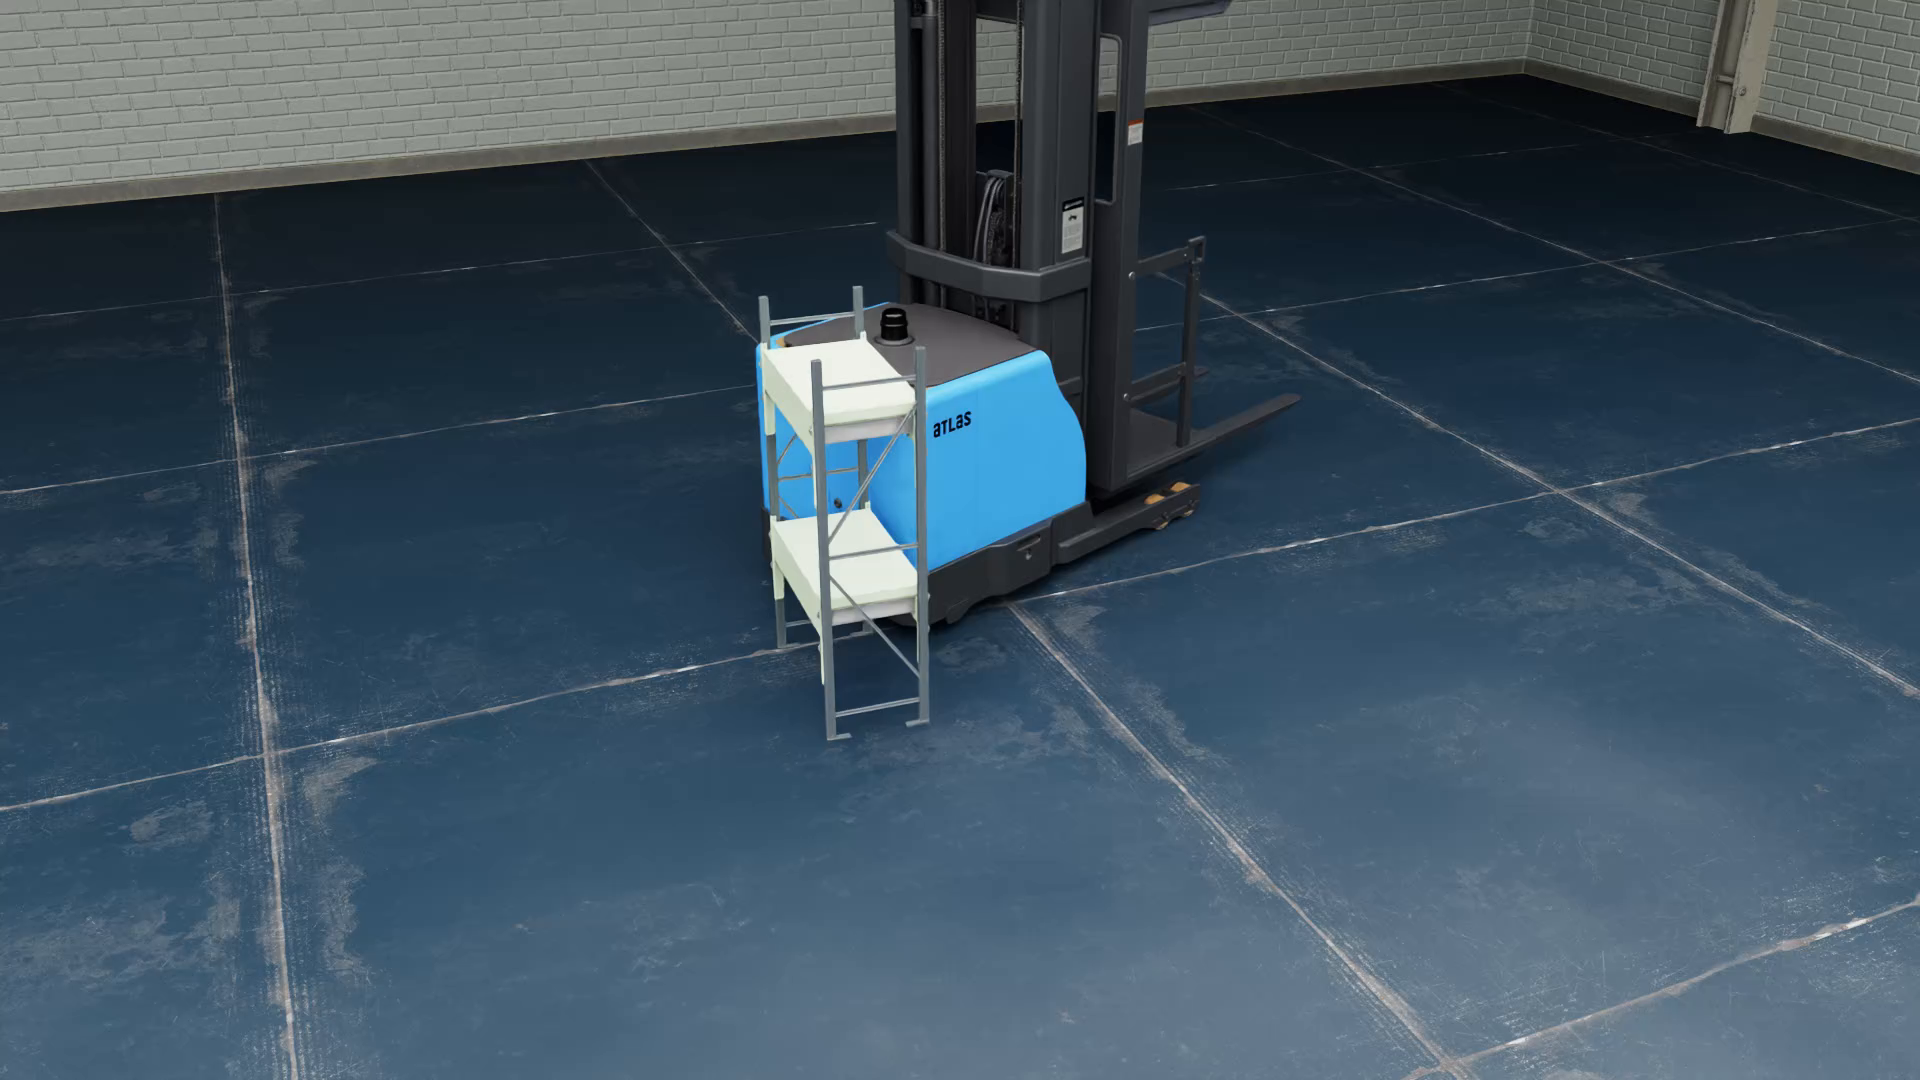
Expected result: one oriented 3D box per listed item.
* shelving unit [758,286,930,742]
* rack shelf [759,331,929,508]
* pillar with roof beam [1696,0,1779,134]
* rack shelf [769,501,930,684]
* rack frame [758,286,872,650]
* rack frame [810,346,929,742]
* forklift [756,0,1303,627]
[{"bbox_3d":[-0.435,-0.106,6.257,0.431,1.500,0.755,-9,27,-18],"label":"shelving unit"},{"bbox_3d":[-0.435,-0.456,6.086,0.431,0.370,0.720,-9,27,-18],"label":"rack shelf"},{"bbox_3d":[3.262,-7.199,12.239,9.100,9.000,0.400,-11,28,-21],"label":"pillar with roof beam"},{"bbox_3d":[-0.435,0.187,6.400,0.431,0.370,0.720,-9,27,-18],"label":"rack shelf"},{"bbox_3d":[-0.560,-0.257,6.566,0.400,1.500,0.023,-9,27,-18],"label":"rack frame"},{"bbox_3d":[-0.310,0.045,5.948,0.400,1.500,0.023,-9,27,-18],"label":"rack frame"},{"bbox_3d":[0.513,-1.508,7.498,1.130,2.935,3.031,24,35,39],"label":"forklift"}]
